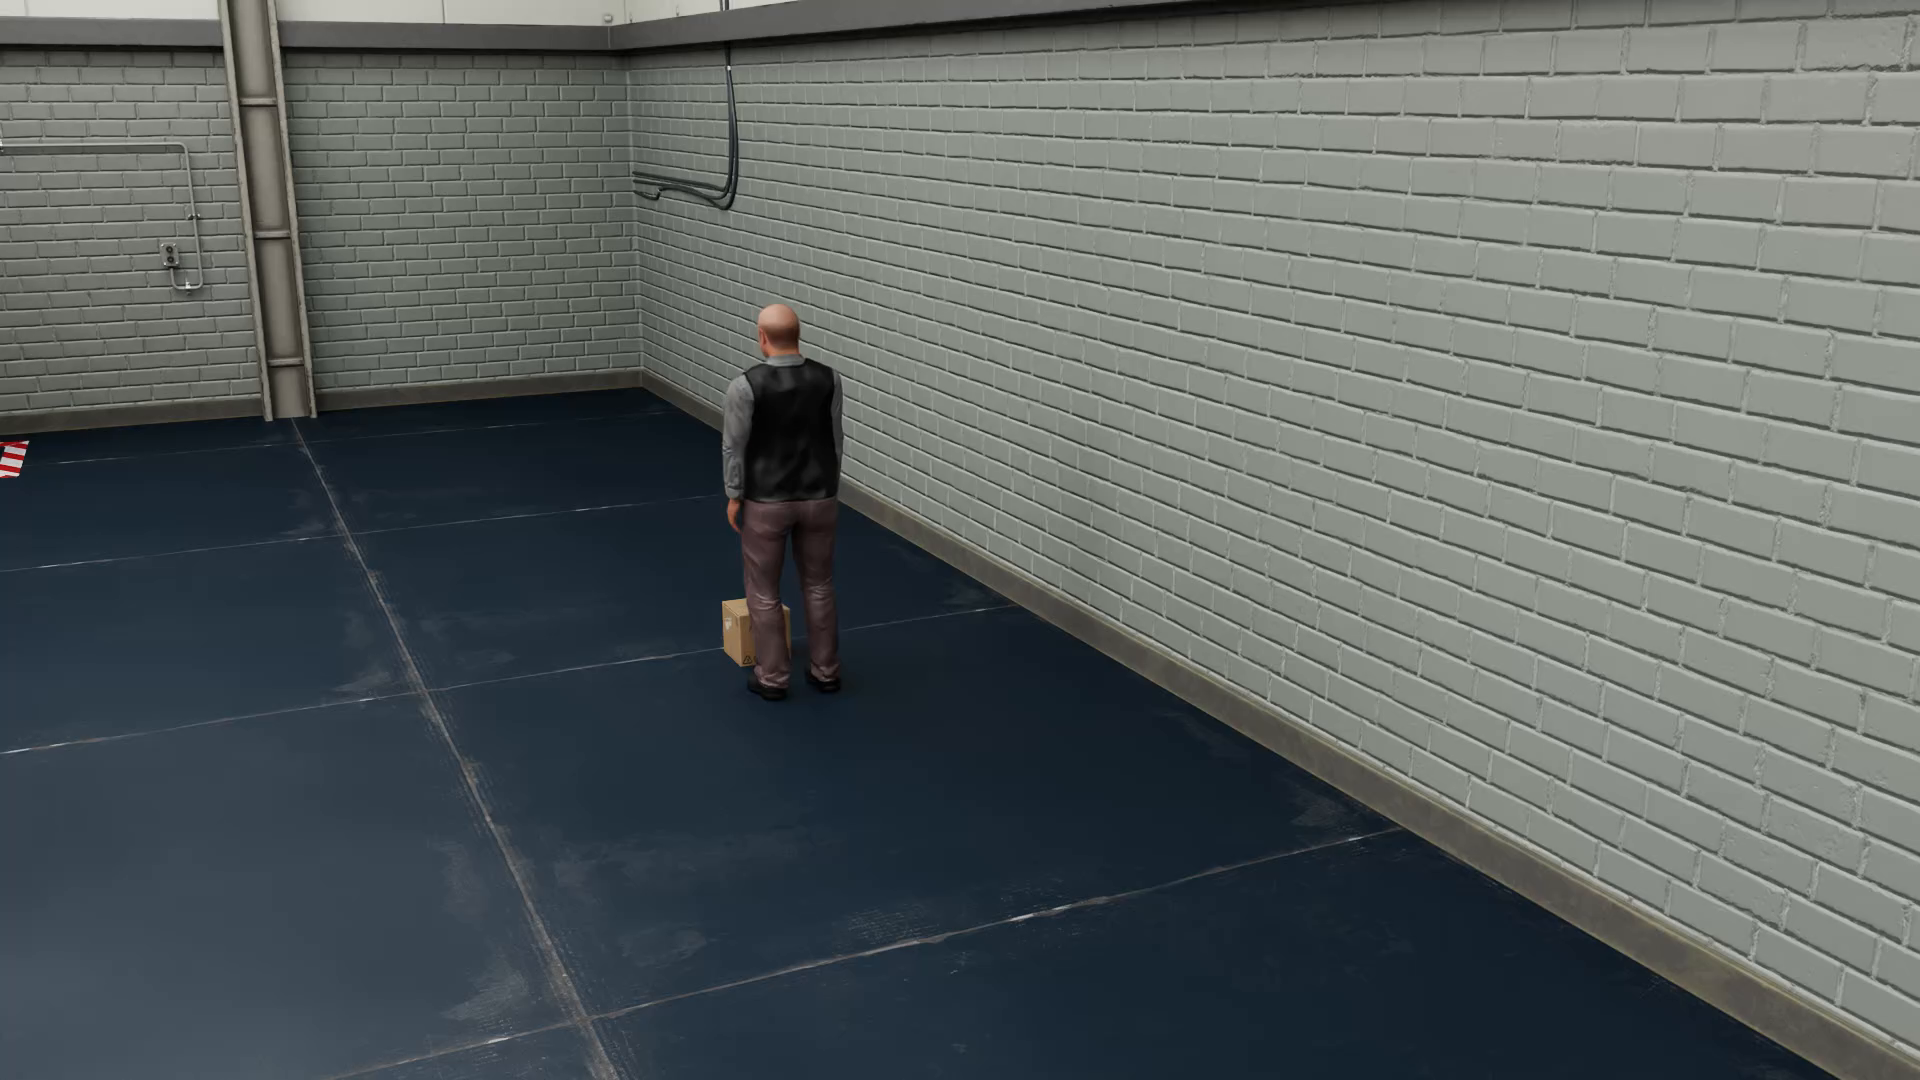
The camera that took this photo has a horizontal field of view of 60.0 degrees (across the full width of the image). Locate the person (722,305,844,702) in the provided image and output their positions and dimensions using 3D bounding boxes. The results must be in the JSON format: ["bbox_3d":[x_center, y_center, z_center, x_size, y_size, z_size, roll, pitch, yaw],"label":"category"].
[{"bbox_3d":[-0.758,-0.099,7.192,0.535,1.592,0.353,-7,16,-23],"label":"person"}]
